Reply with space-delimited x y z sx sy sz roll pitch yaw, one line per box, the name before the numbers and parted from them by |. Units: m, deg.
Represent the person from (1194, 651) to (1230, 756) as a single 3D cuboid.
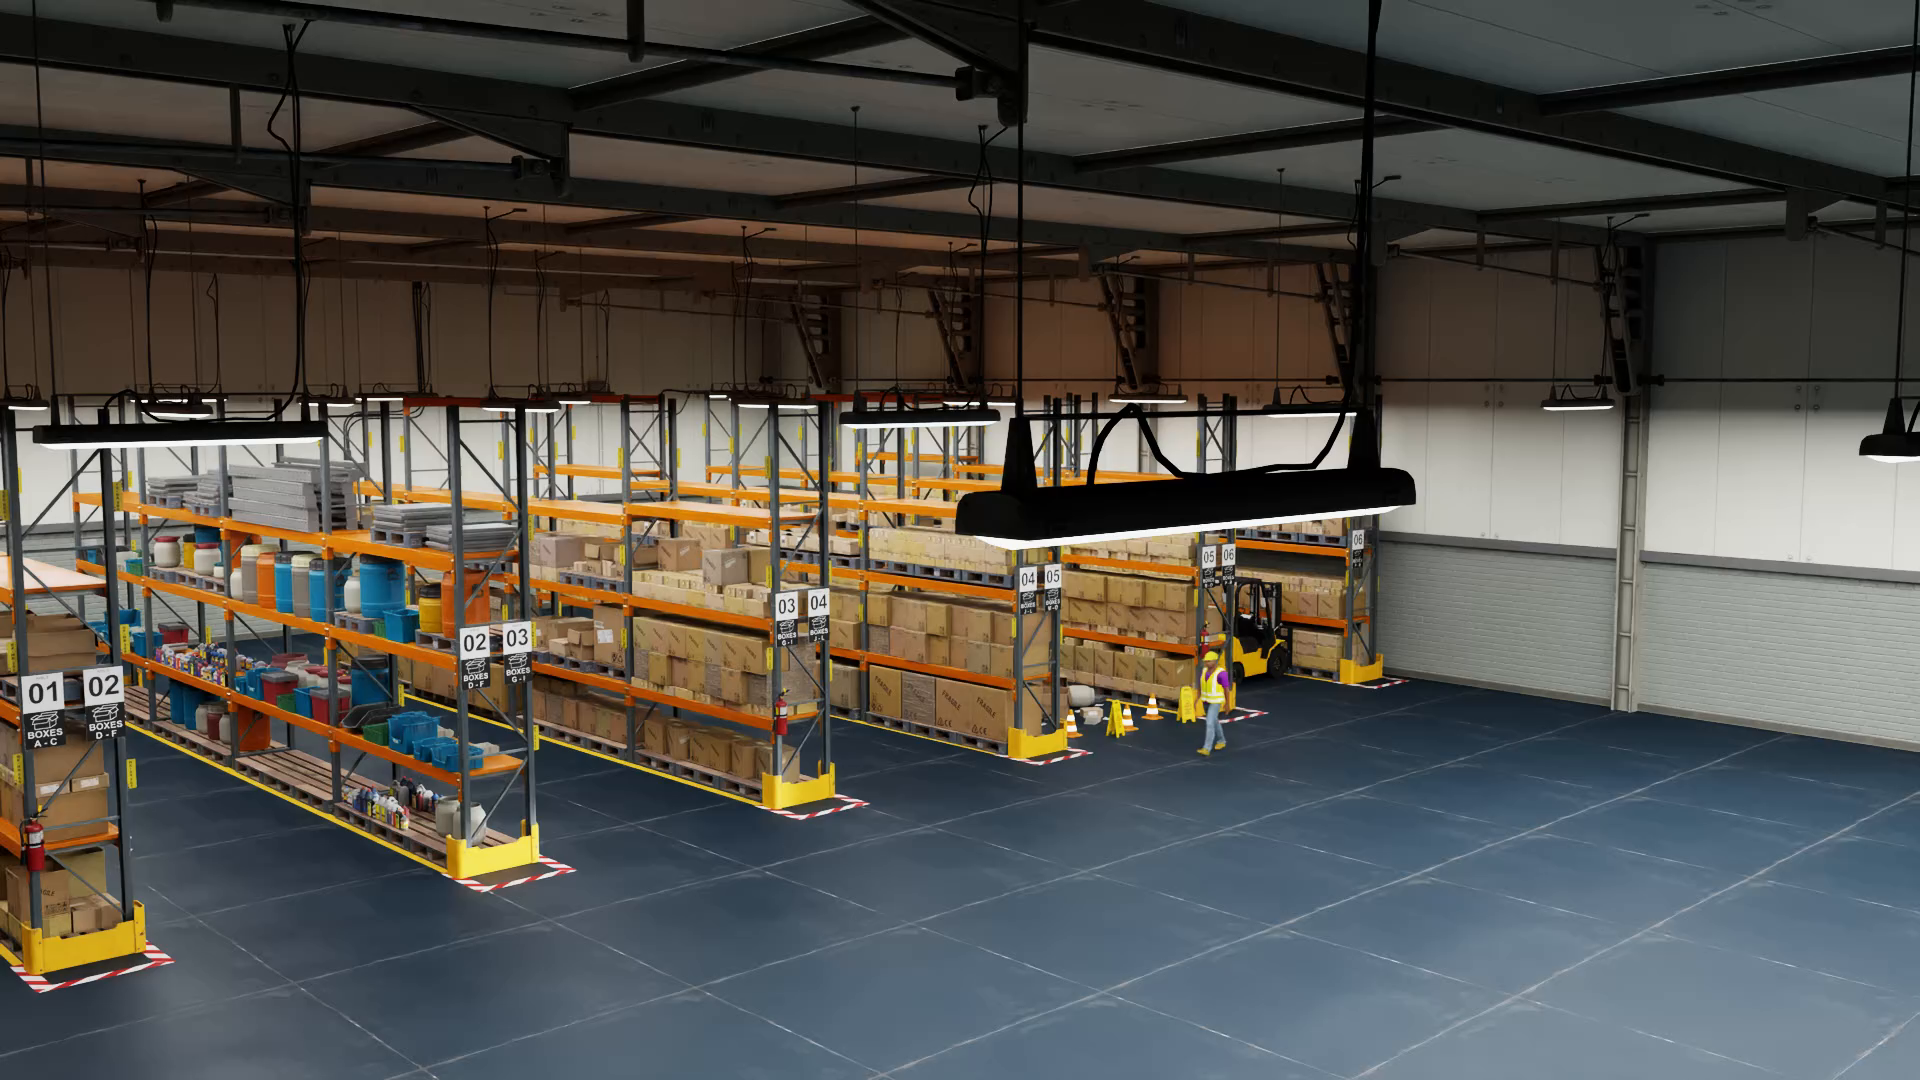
person | 4.229 2.748 28.154 0.908 1.742 0.568 -4 7 -34
